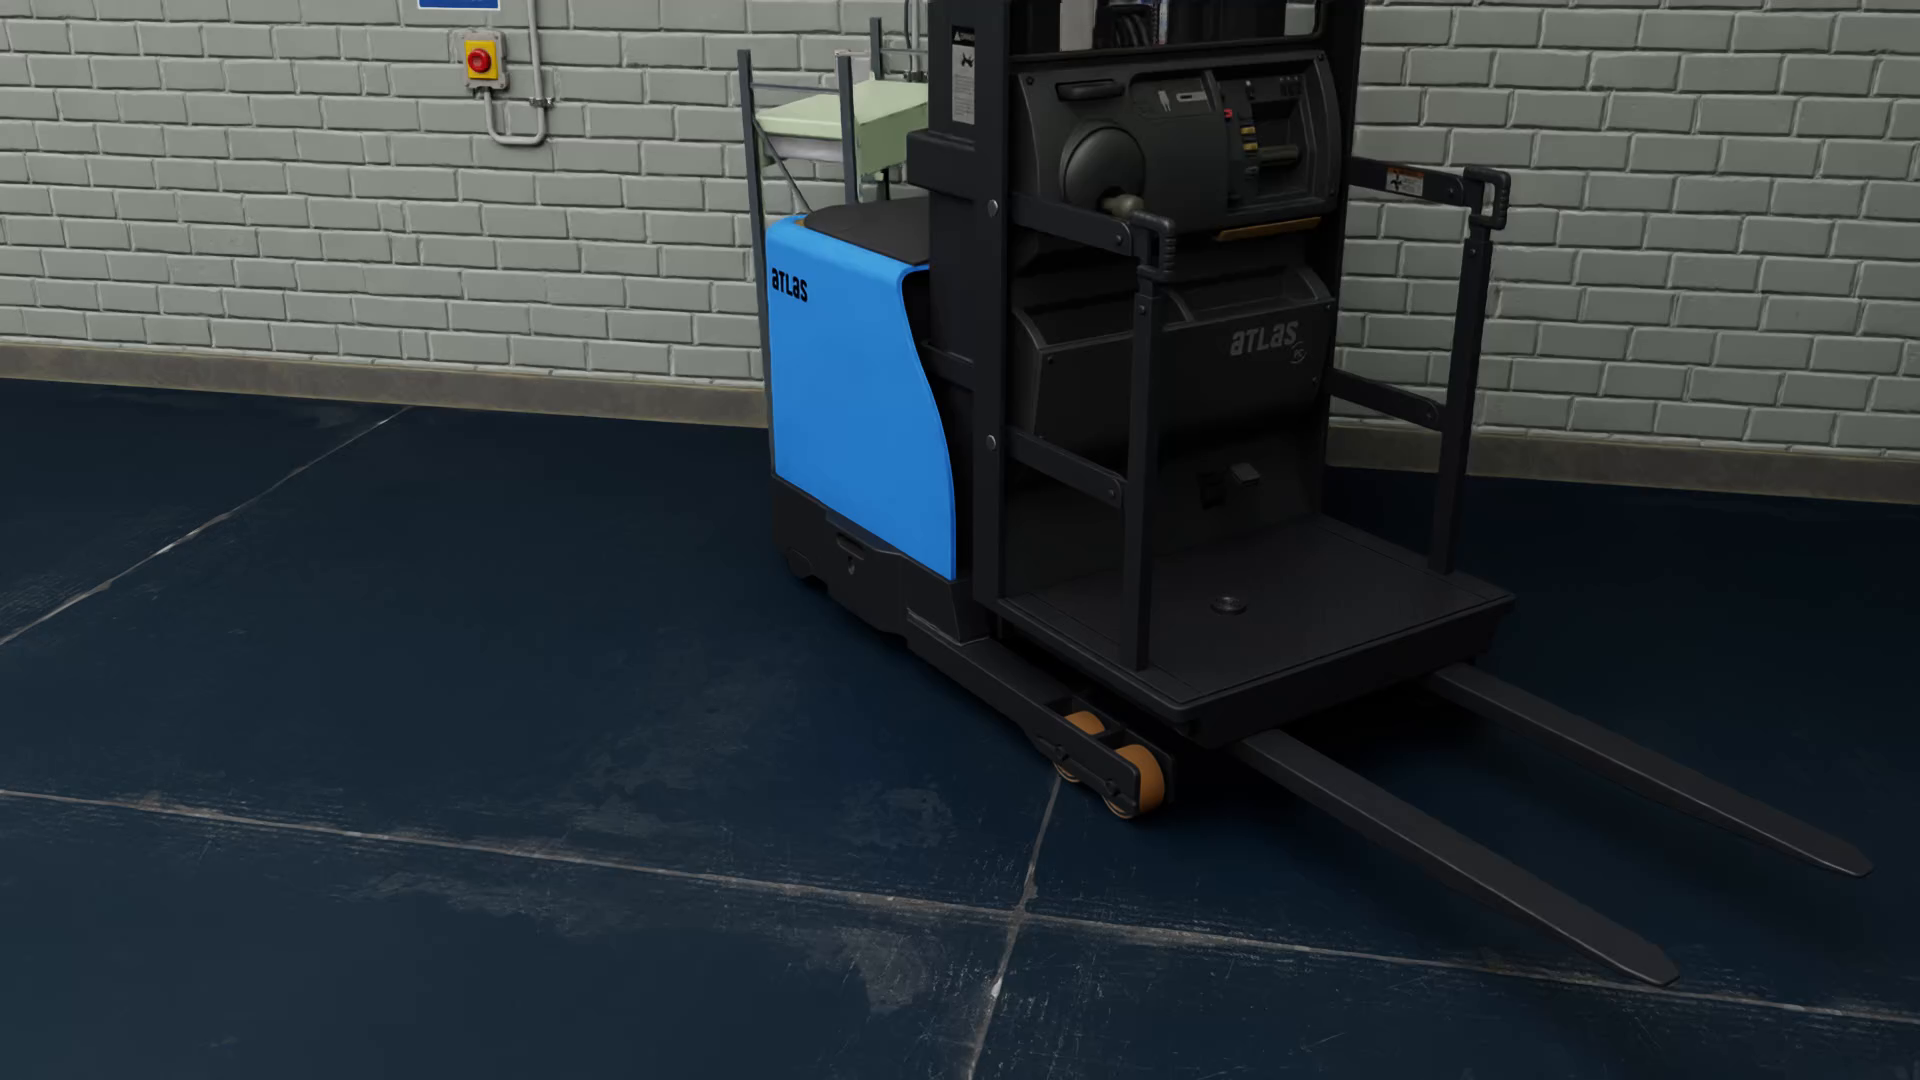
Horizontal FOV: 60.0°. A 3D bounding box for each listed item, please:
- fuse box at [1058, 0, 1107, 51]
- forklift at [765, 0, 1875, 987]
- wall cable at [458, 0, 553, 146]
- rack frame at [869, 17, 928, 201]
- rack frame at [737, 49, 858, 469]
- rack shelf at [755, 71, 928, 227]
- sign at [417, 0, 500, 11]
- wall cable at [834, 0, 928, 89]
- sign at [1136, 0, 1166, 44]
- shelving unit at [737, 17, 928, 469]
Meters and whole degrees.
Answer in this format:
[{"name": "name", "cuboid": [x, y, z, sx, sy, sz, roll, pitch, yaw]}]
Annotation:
[{"name": "fuse box", "cuboid": [0.228, -1.079, 5.741, 0.539, 1.711, 0.414, 4, 22, 11]}, {"name": "forklift", "cuboid": [0.653, -0.928, 3.735, 1.130, 2.935, 3.031, -14, 26, -31]}, {"name": "wall cable", "cuboid": [-1.798, -2.375, 5.835, 0.585, 1.953, 0.123, 4, 22, 11]}, {"name": "rack frame", "cuboid": [-0.105, -1.038, 5.810, 0.400, 1.500, 0.023, 12, 28, 28]}, {"name": "rack frame", "cuboid": [-0.473, -0.763, 5.241, 0.400, 1.500, 0.023, 12, 28, 28]}, {"name": "rack shelf", "cuboid": [-0.300, -1.255, 5.362, 0.431, 0.370, 0.720, 12, 28, 28]}, {"name": "sign", "cuboid": [-1.833, -2.041, 6.045, 0.327, 0.218, 0.001, 4, 22, 11]}, {"name": "wall cable", "cuboid": [-0.407, -2.257, 5.583, 0.588, 1.984, 0.122, 4, 22, 11]}, {"name": "sign", "cuboid": [0.754, -1.670, 5.613, 0.329, 0.494, 0.001, 4, 22, 11]}, {"name": "shelving unit", "cuboid": [-0.289, -0.900, 5.525, 0.431, 1.500, 0.755, 12, 28, 28]}]
